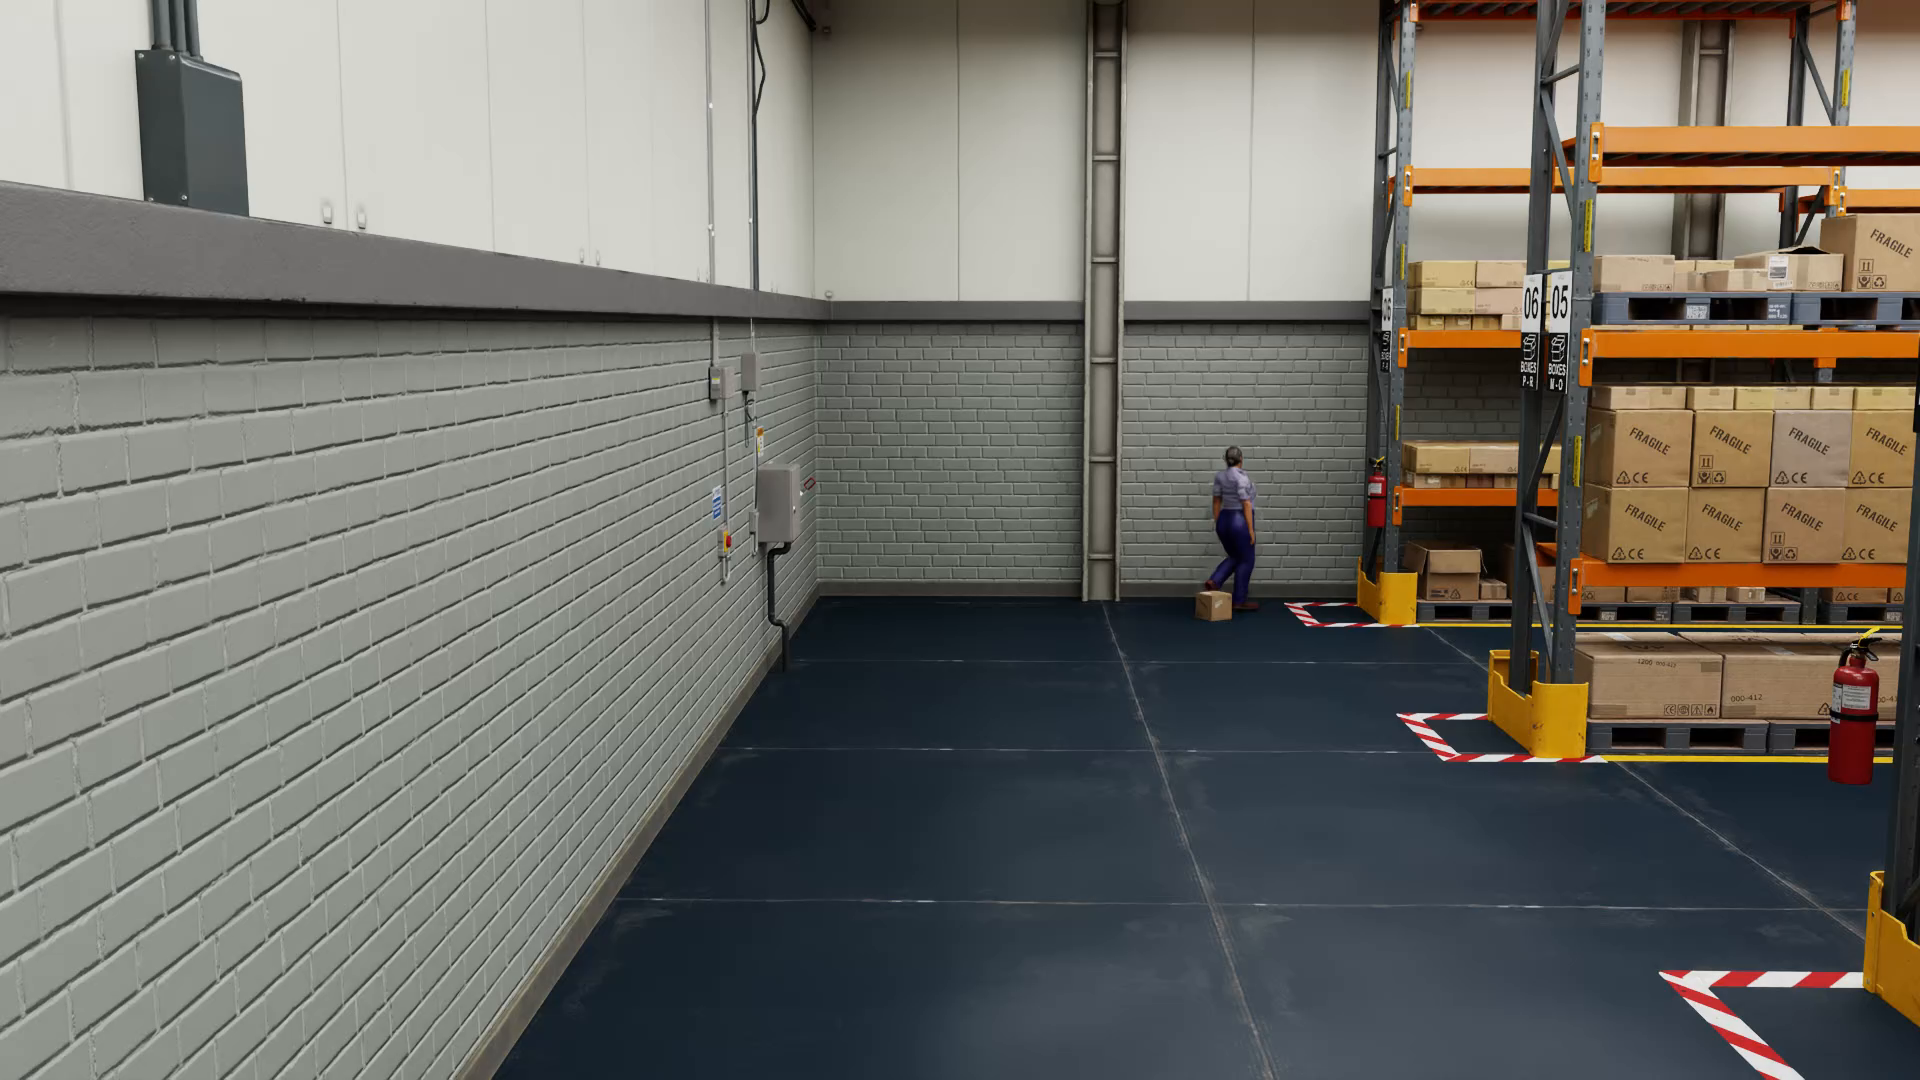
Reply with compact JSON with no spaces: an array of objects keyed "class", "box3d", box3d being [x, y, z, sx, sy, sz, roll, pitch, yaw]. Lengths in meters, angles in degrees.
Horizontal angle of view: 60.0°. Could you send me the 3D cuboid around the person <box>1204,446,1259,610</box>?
[{"class":"person","box3d":[2.731,-0.122,16.618,0.499,1.633,0.507,-4,8,-30]}]
